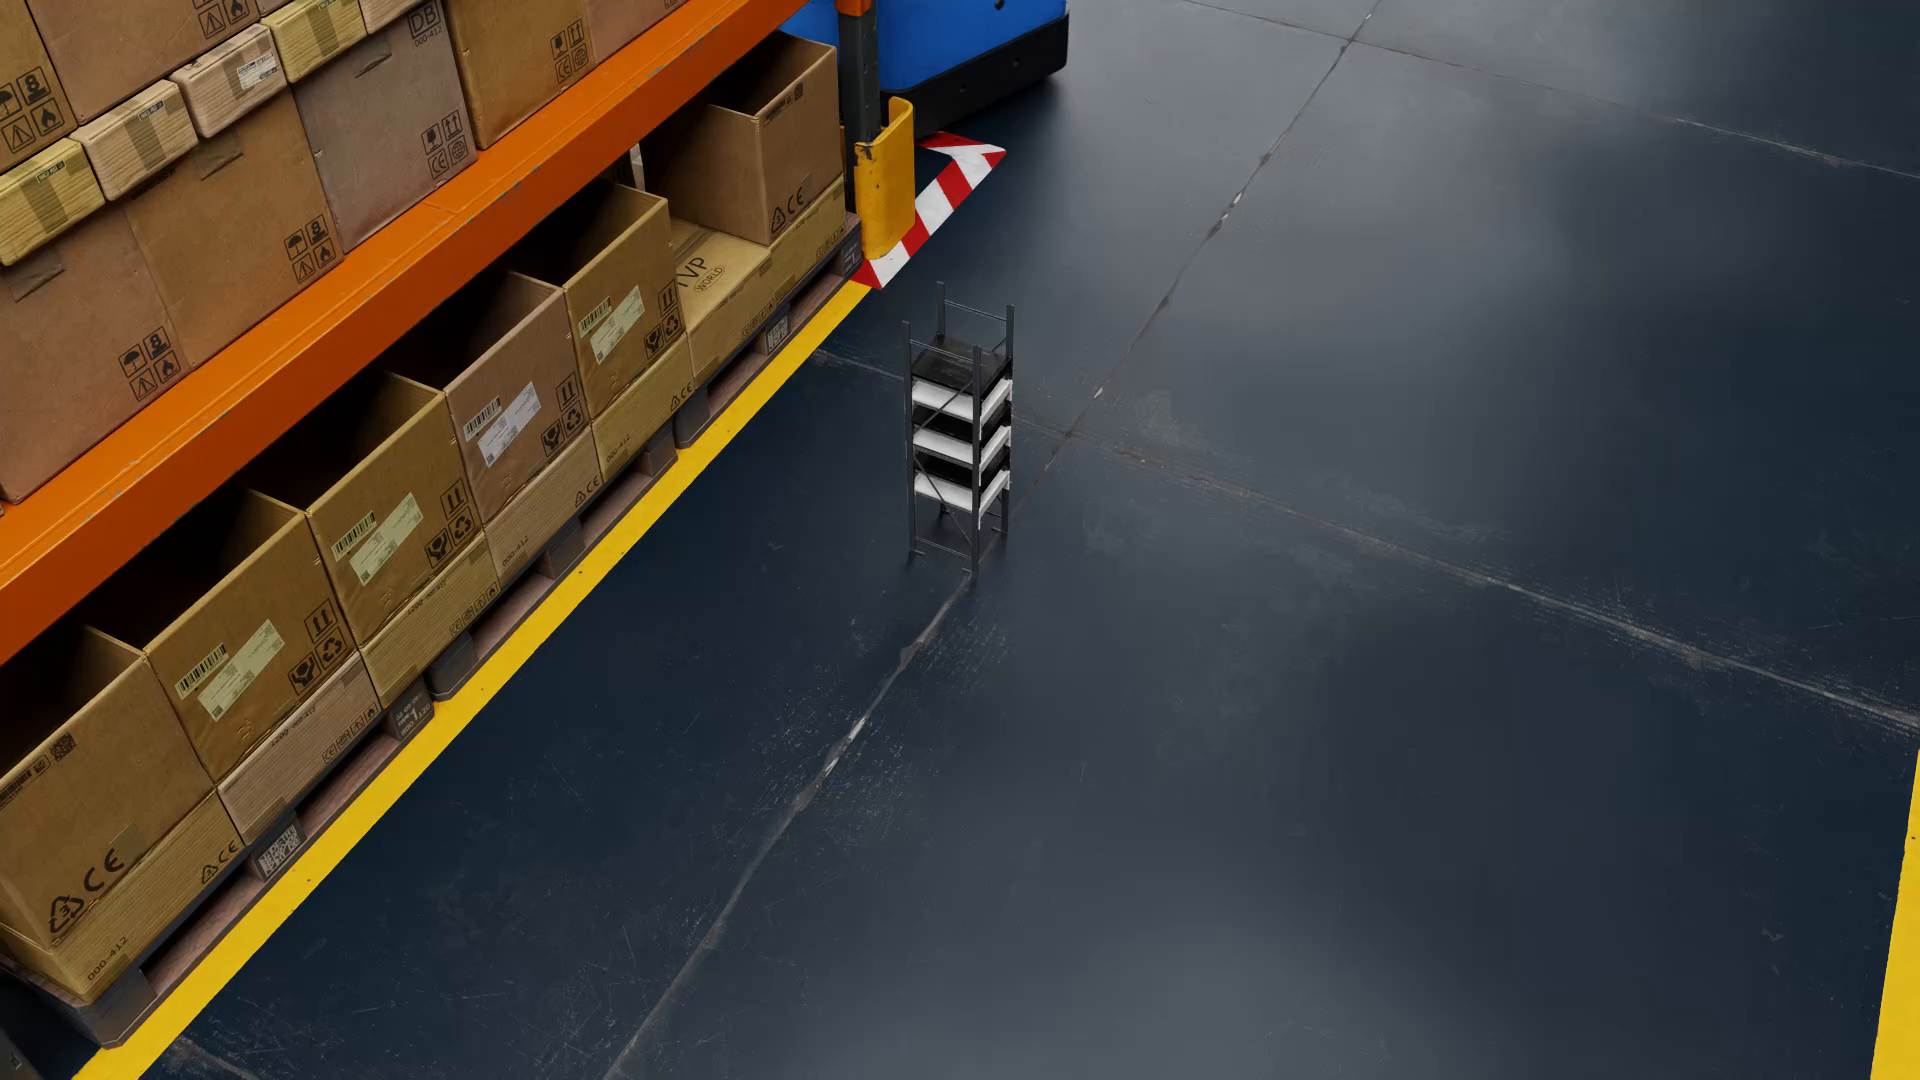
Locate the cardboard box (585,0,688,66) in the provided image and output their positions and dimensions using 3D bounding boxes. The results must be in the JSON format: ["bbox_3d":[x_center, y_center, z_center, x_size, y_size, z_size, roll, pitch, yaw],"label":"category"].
[{"bbox_3d":[-1.227,-1.797,4.847,0.700,0.500,0.500,22,49,20],"label":"cardboard box"}]

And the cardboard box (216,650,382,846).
[{"bbox_3d":[-1.895,0.449,4.335,0.500,0.250,0.500,20,49,19],"label":"cardboard box"}]

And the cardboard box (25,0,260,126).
[{"bbox_3d":[-1.949,-1.272,3.415,0.700,0.500,0.500,20,49,19],"label":"cardboard box"}]

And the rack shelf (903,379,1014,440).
[{"bbox_3d":[-0.004,-0.414,4.821,0.258,0.077,0.200,20,49,19],"label":"rack shelf"}]

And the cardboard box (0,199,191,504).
[{"bbox_3d":[-2.176,-0.516,3.581,0.700,0.500,0.500,20,49,19],"label":"cardboard box"}]

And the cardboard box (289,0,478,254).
[{"bbox_3d":[-1.703,-1.154,4.211,0.700,0.500,0.500,22,49,20],"label":"cardboard box"}]

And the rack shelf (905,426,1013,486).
[{"bbox_3d":[-0.004,-0.288,4.949,0.258,0.077,0.200,20,49,19],"label":"rack shelf"}]

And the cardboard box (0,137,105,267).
[{"bbox_3d":[-1.964,-0.720,3.326,0.380,0.149,0.250,20,49,19],"label":"cardboard box"}]

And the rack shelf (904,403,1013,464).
[{"bbox_3d":[-0.004,-0.351,4.885,0.258,0.077,0.200,20,49,19],"label":"rack shelf"}]

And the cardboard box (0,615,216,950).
[{"bbox_3d":[-2.123,0.502,3.756,0.500,0.500,0.500,20,49,19],"label":"cardboard box"}]

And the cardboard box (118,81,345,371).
[{"bbox_3d":[-1.940,-0.831,3.892,0.700,0.500,0.500,21,49,20],"label":"cardboard box"}]

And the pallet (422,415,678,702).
[{"bbox_3d":[-1.644,-0.143,5.243,1.003,0.211,1.213,20,49,19],"label":"pallet"}]

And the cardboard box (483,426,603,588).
[{"bbox_3d":[-1.432,-0.181,4.958,0.500,0.250,0.500,20,49,19],"label":"cardboard box"}]

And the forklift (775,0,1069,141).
[{"bbox_3d":[-0.905,-3.590,6.737,1.130,2.935,3.031,-33,54,-28],"label":"forklift"}]

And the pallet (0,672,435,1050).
[{"bbox_3d":[-2.210,0.628,4.481,1.003,0.211,1.213,20,49,19],"label":"pallet"}]

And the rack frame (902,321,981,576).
[{"bbox_3d":[-0.051,-0.247,4.862,0.240,0.900,0.006,20,49,19],"label":"rack frame"}]

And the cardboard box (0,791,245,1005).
[{"bbox_3d":[-2.132,0.762,4.026,0.500,0.250,0.500,20,49,19],"label":"cardboard box"}]

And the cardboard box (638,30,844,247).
[{"bbox_3d":[-0.744,-1.393,5.629,0.500,0.500,0.500,20,49,19],"label":"cardboard box"}]

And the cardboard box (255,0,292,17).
[{"bbox_3d":[-1.717,-1.586,3.726,0.700,0.500,0.500,20,49,19],"label":"cardboard box"}]

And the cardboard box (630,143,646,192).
[{"bbox_3d":[-1.205,-1.301,6.065,0.500,0.250,0.500,20,49,19],"label":"cardboard box"}]

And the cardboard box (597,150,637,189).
[{"bbox_3d":[-1.435,-1.249,5.486,0.500,0.500,0.500,20,49,19],"label":"cardboard box"}]

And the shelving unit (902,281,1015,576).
[{"bbox_3d":[-0.004,-0.311,4.925,0.258,0.900,0.210,20,49,19],"label":"shelving unit"}]

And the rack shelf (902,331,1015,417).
[{"bbox_3d":[-0.004,-0.478,4.757,0.258,0.077,0.200,20,49,19],"label":"rack shelf"}]

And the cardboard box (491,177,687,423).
[{"bbox_3d":[-1.196,-0.758,5.001,0.500,0.500,0.500,20,49,19],"label":"cardboard box"}]

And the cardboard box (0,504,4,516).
[{"bbox_3d":[-2.415,-0.181,3.250,0.700,0.500,0.500,19,48,18],"label":"cardboard box"}]

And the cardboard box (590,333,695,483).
[{"bbox_3d":[-1.198,-0.496,5.269,0.500,0.250,0.500,20,49,19],"label":"cardboard box"}]

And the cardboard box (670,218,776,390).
[{"bbox_3d":[-0.968,-0.811,5.581,0.500,0.250,0.500,20,49,19],"label":"cardboard box"}]

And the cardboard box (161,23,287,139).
[{"bbox_3d":[-1.725,-1.046,3.649,0.380,0.149,0.250,19,48,18],"label":"cardboard box"}]

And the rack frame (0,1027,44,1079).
[{"bbox_3d":[-2.613,0.136,3.006,0.949,2.616,0.053,20,49,19],"label":"rack frame"}]

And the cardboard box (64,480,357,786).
[{"bbox_3d":[-1.898,0.184,4.070,0.500,0.500,0.500,20,49,19],"label":"cardboard box"}]

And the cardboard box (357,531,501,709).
[{"bbox_3d":[-1.659,0.136,4.645,0.500,0.250,0.500,20,49,19],"label":"cardboard box"}]

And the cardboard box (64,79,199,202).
[{"bbox_3d":[-1.846,-0.877,3.482,0.380,0.149,0.250,19,48,18],"label":"cardboard box"}]

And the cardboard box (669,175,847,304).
[{"bbox_3d":[-0.746,-1.130,5.896,0.500,0.250,0.500,20,49,19],"label":"cardboard box"}]

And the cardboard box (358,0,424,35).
[{"bbox_3d":[-1.486,-1.366,3.965,0.380,0.149,0.250,20,49,19],"label":"cardboard box"}]

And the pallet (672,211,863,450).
[{"bbox_3d":[-1.077,-0.909,6.000,1.003,0.211,1.213,20,49,19],"label":"pallet"}]

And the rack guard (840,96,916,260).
[{"bbox_3d":[-0.748,-1.521,6.402,1.175,0.500,0.348,20,49,19],"label":"rack guard"}]

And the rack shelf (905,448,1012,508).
[{"bbox_3d":[-0.004,-0.225,5.013,0.258,0.077,0.200,20,49,19],"label":"rack shelf"}]

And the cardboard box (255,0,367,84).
[{"bbox_3d":[-1.604,-1.210,3.811,0.380,0.149,0.250,20,49,19],"label":"cardboard box"}]

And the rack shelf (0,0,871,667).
[{"bbox_3d":[-1.687,-0.872,4.508,1.077,0.370,4.000,20,49,19],"label":"rack shelf"}]

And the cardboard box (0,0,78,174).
[{"bbox_3d":[-2.182,-0.956,3.104,0.700,0.500,0.500,20,49,19],"label":"cardboard box"}]

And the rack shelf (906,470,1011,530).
[{"bbox_3d":[-0.004,-0.161,5.077,0.258,0.077,0.200,20,49,19],"label":"rack shelf"}]

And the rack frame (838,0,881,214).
[{"bbox_3d":[-0.759,-2.385,5.498,1.000,3.000,0.127,20,49,19],"label":"rack frame"}]

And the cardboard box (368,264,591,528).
[{"bbox_3d":[-1.429,-0.444,4.690,0.500,0.500,0.500,20,49,19],"label":"cardboard box"}]

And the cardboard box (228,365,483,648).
[{"bbox_3d":[-1.659,-0.128,4.378,0.500,0.500,0.500,20,49,19],"label":"cardboard box"}]

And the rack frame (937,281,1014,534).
[{"bbox_3d":[0.043,-0.375,4.988,0.240,0.900,0.006,20,49,19],"label":"rack frame"}]

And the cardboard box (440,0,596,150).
[{"bbox_3d":[-1.462,-1.487,4.540,0.700,0.500,0.500,21,49,19],"label":"cardboard box"}]
